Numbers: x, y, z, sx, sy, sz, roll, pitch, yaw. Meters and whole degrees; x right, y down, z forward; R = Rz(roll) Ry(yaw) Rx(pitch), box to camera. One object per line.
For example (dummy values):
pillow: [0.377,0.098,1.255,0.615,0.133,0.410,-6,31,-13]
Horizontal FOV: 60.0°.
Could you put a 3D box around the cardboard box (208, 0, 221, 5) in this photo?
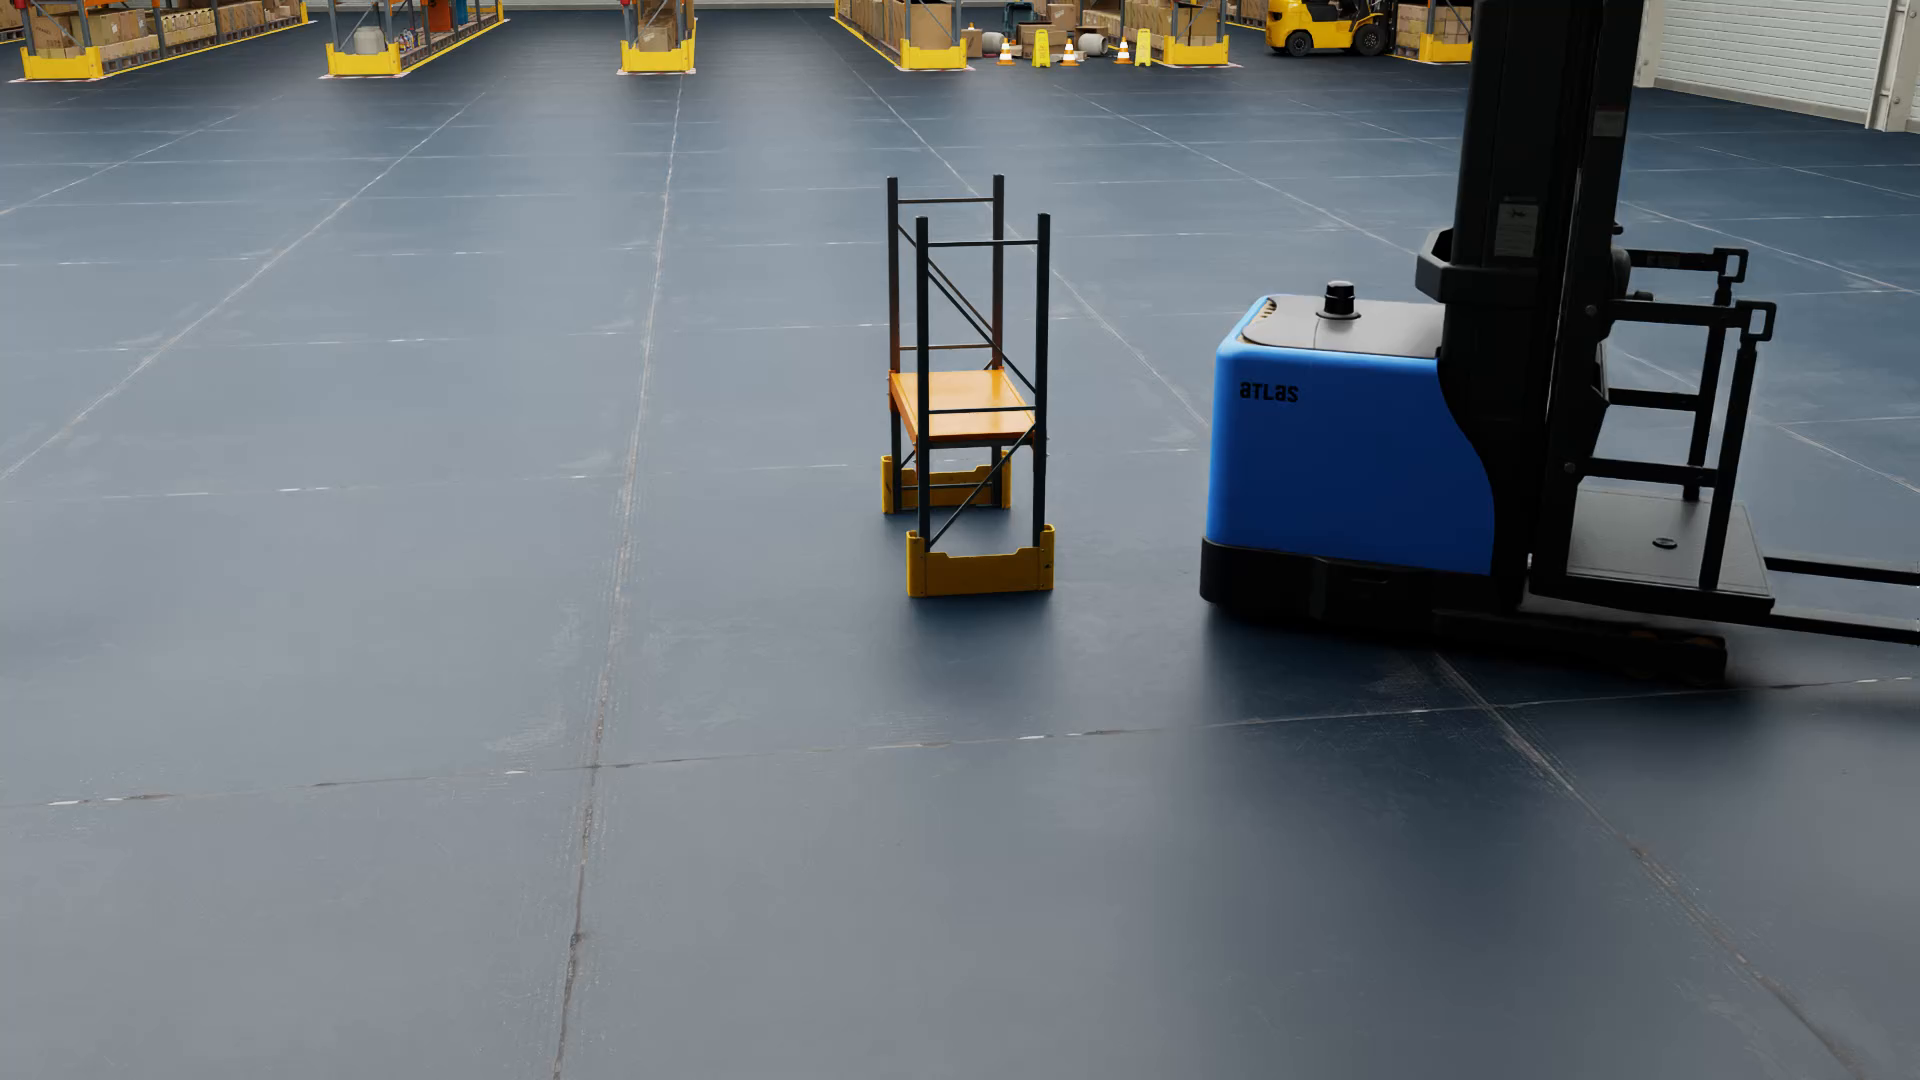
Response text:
cardboard box: [-16.892,-12.111,37.226,0.500,0.250,0.500,-3,21,-9]

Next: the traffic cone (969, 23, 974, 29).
traffic cone: [0.242,-10.719,35.255,0.336,0.463,0.334,-3,21,-8]

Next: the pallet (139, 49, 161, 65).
pallet: [-15.712,-9.070,31.199,1.003,0.211,1.213,-3,21,-8]

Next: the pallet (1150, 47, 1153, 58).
pallet: [4.136,-9.692,32.863,1.003,0.211,1.213,-3,21,-8]

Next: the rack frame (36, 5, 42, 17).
rack frame: [-21.839,-13.173,38.198,1.000,3.000,0.127,-3,21,-8]

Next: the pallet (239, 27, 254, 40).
pallet: [-16.604,-11.414,37.476,1.003,0.211,1.213,-3,21,-8]

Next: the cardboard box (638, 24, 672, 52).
cardboard box: [-5.598,-9.215,30.575,0.500,0.500,0.500,2,21,6]

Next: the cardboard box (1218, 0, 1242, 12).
cardboard box: [7.235,-14.210,43.948,0.700,0.500,0.500,-4,21,-10]

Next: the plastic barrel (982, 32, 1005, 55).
plastic barrel: [0.623,-9.845,32.971,0.512,0.421,0.421,12,24,30]

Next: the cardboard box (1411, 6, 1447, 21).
cardboard box: [8.938,-10.040,31.710,0.500,0.250,0.500,-2,21,-6]

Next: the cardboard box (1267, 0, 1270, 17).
cardboard box: [7.746,-12.805,40.185,0.500,0.500,0.500,-2,21,-5]

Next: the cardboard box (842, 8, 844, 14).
cardboard box: [-2.859,-13.746,43.206,0.380,0.149,0.250,-4,21,-10]

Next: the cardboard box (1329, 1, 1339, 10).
cardboard box: [8.546,-11.437,36.345,0.875,0.625,0.625,-3,21,-8]

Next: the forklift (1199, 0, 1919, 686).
forklift: [2.501,-1.070,5.891,3.031,2.935,1.130,7,22,18]

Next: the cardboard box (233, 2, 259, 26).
cardboard box: [-16.520,-12.131,38.352,0.500,0.500,0.500,-3,21,-8]

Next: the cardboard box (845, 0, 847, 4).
cardboard box: [-2.730,-13.742,42.347,0.380,0.149,0.250,-4,21,-10]

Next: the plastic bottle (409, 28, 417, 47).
plastic bottle: [-10.477,-9.593,31.770,0.144,0.351,0.185,-4,21,-10]

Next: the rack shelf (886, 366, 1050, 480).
rack shelf: [0.012,-0.505,6.938,0.538,0.185,1.000,-3,21,-8]

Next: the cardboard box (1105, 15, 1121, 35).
cardboard box: [3.640,-11.048,35.665,0.950,0.372,0.625,-2,21,-4]

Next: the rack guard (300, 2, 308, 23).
rack guard: [-17.504,-13.611,42.945,1.175,0.500,0.348,-3,21,-8]

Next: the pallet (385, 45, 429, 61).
pallet: [-10.827,-9.362,31.979,1.003,0.211,1.213,-3,21,-8]

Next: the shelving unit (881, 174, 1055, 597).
shelving unit: [0.011,-0.676,6.883,0.587,1.500,1.083,-3,21,-8]

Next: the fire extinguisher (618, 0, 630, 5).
fire extinguisher: [-5.844,-9.668,28.925,0.296,0.674,0.183,-3,21,-8]

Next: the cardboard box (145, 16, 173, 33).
cardboard box: [-15.598,-9.981,32.180,0.500,0.311,0.500,-3,21,-8]

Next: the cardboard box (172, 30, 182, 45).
cardboard box: [-15.670,-9.892,32.743,0.500,0.250,0.500,-2,21,-6]

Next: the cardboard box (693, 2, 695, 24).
cardboard box: [-6.893,-12.594,39.084,1.225,0.875,0.875,-4,21,-10]

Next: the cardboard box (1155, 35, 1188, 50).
cardboard box: [4.015,-9.450,31.561,0.500,0.250,0.500,-3,21,-8]

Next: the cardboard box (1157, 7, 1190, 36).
cardboard box: [4.028,-9.791,31.402,0.500,0.500,0.500,-3,21,-7]

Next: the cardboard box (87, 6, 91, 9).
cardboard box: [-22.216,-13.346,41.634,0.700,0.500,0.500,-3,21,-8]

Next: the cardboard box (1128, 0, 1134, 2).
cardboard box: [3.602,-10.952,33.582,0.380,0.149,0.250,-3,21,-7]

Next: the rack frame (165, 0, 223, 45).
rack frame: [-16.361,-12.039,35.162,1.000,3.000,0.127,-3,21,-8]

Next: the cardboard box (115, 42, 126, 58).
cardboard box: [-15.213,-8.721,29.607,0.500,0.250,0.500,-3,21,-8]

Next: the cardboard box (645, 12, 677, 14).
cardboard box: [-6.099,-10.567,34.165,0.700,0.500,0.500,-3,21,-8]

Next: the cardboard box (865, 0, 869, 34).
cardboard box: [-1.507,-11.377,36.006,1.050,0.750,0.750,-3,21,-7]

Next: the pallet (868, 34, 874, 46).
pallet: [-1.424,-10.748,35.691,1.003,0.211,1.213,-3,21,-8]

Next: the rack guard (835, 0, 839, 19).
rack guard: [-2.778,-14.325,44.855,1.175,0.500,0.348,-3,21,-8]

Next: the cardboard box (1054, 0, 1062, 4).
cardboard box: [2.840,-13.413,41.277,0.875,0.875,0.875,-2,21,-6]

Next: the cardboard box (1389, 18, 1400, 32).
cardboard box: [8.777,-10.166,32.764,0.500,0.250,0.500,-3,21,-9]

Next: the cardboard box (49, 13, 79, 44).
cardboard box: [-15.739,-9.045,29.404,0.500,0.500,0.500,-3,21,-8]

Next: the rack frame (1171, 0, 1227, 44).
rack frame: [4.402,-10.267,30.419,1.000,3.000,0.127,-3,21,-8]

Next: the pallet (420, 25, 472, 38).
pallet: [-11.787,-11.673,38.169,1.003,0.211,1.213,-3,21,-8]

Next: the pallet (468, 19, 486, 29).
pallet: [-12.180,-12.619,40.700,1.003,0.211,1.213,-3,21,-8]

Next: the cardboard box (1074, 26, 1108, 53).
cardboard box: [2.633,-10.043,33.386,0.500,0.500,0.500,12,24,29]

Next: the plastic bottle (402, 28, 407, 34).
plastic bottle: [-10.647,-9.652,31.928,0.144,0.351,0.185,-3,21,-8]

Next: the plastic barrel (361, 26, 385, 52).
plastic barrel: [-10.549,-8.946,29.838,0.421,0.512,0.421,0,20,0]

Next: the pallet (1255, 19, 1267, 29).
pallet: [7.917,-12.664,40.822,1.003,0.211,1.213,-3,21,-8]

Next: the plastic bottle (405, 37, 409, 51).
plastic bottle: [-10.323,-9.242,30.945,0.097,0.271,0.097,0,20,0]
